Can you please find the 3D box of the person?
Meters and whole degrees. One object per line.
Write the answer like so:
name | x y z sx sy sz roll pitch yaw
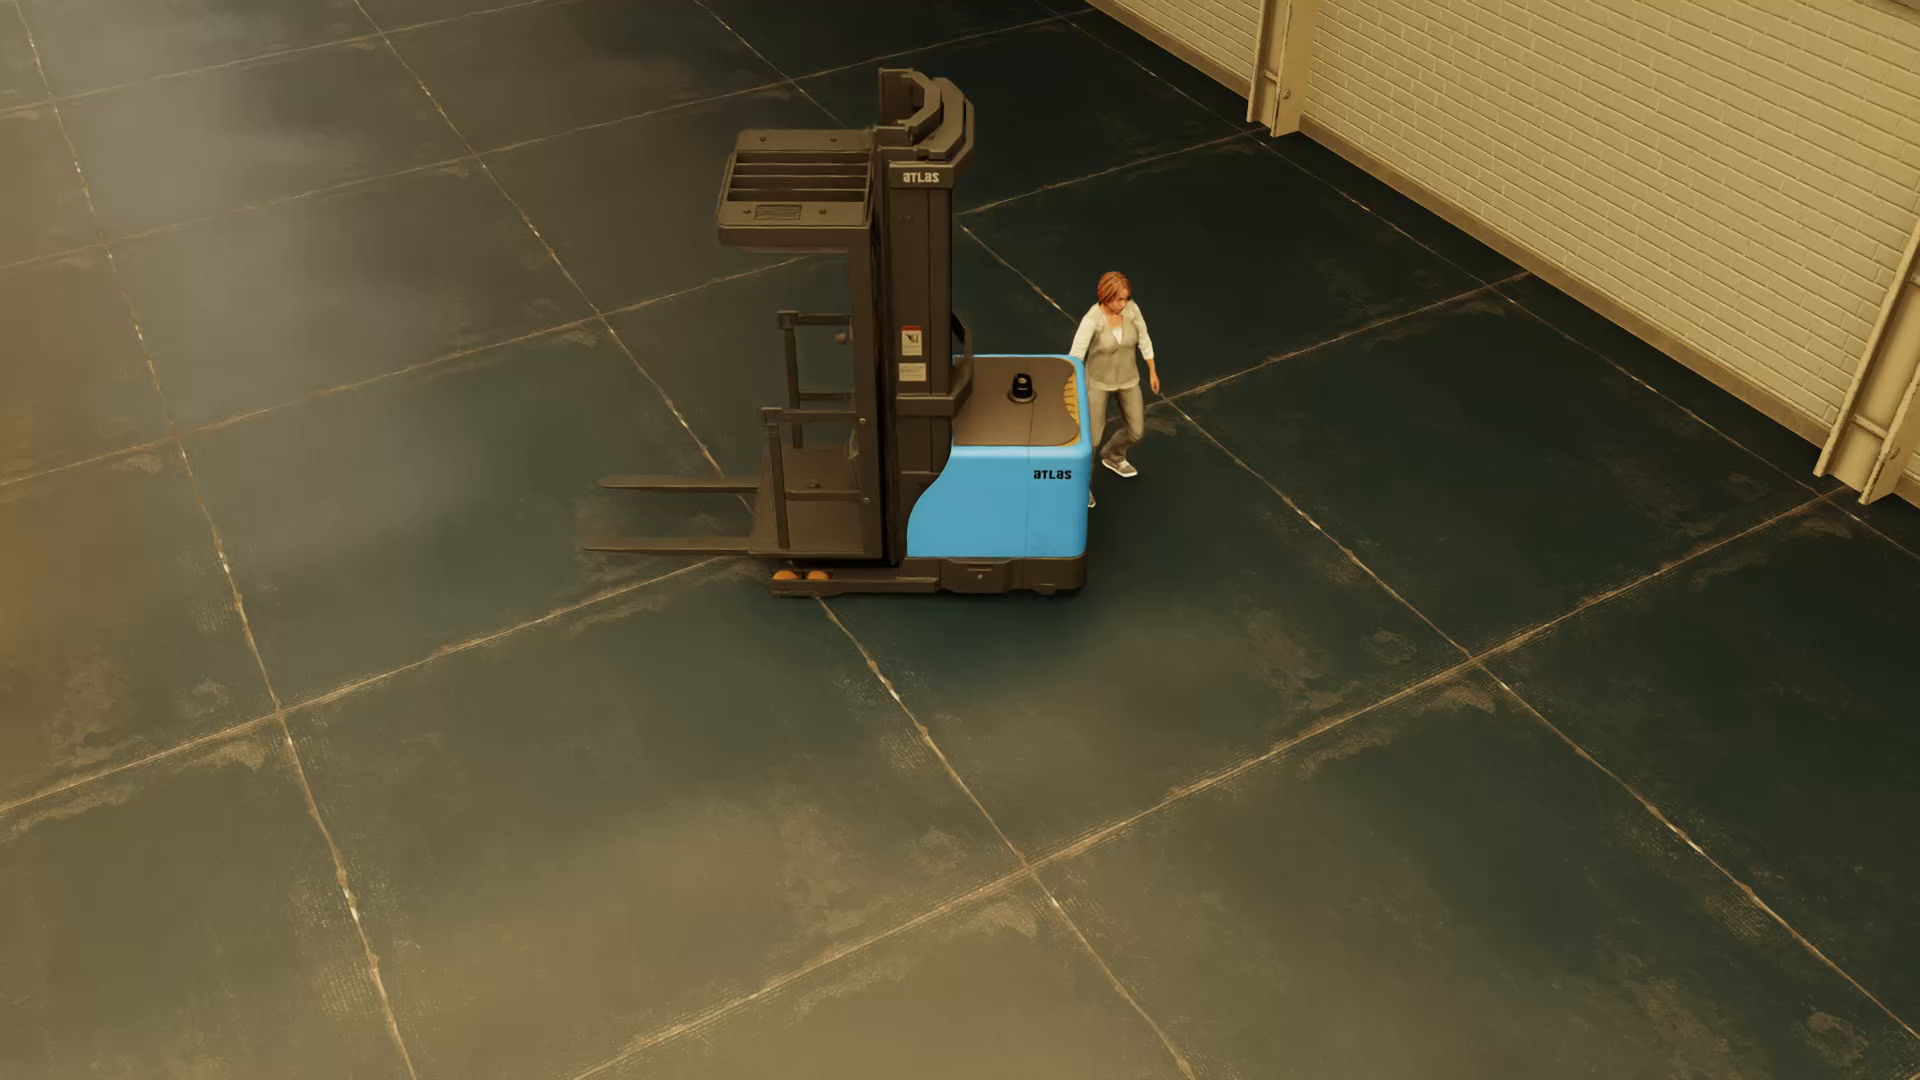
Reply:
person | 0.944 -0.949 10.262 0.610 1.540 0.430 -13 41 -15

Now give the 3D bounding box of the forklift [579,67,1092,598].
forklift | -0.759 -1.120 9.386 3.031 2.935 1.130 0 40 0
